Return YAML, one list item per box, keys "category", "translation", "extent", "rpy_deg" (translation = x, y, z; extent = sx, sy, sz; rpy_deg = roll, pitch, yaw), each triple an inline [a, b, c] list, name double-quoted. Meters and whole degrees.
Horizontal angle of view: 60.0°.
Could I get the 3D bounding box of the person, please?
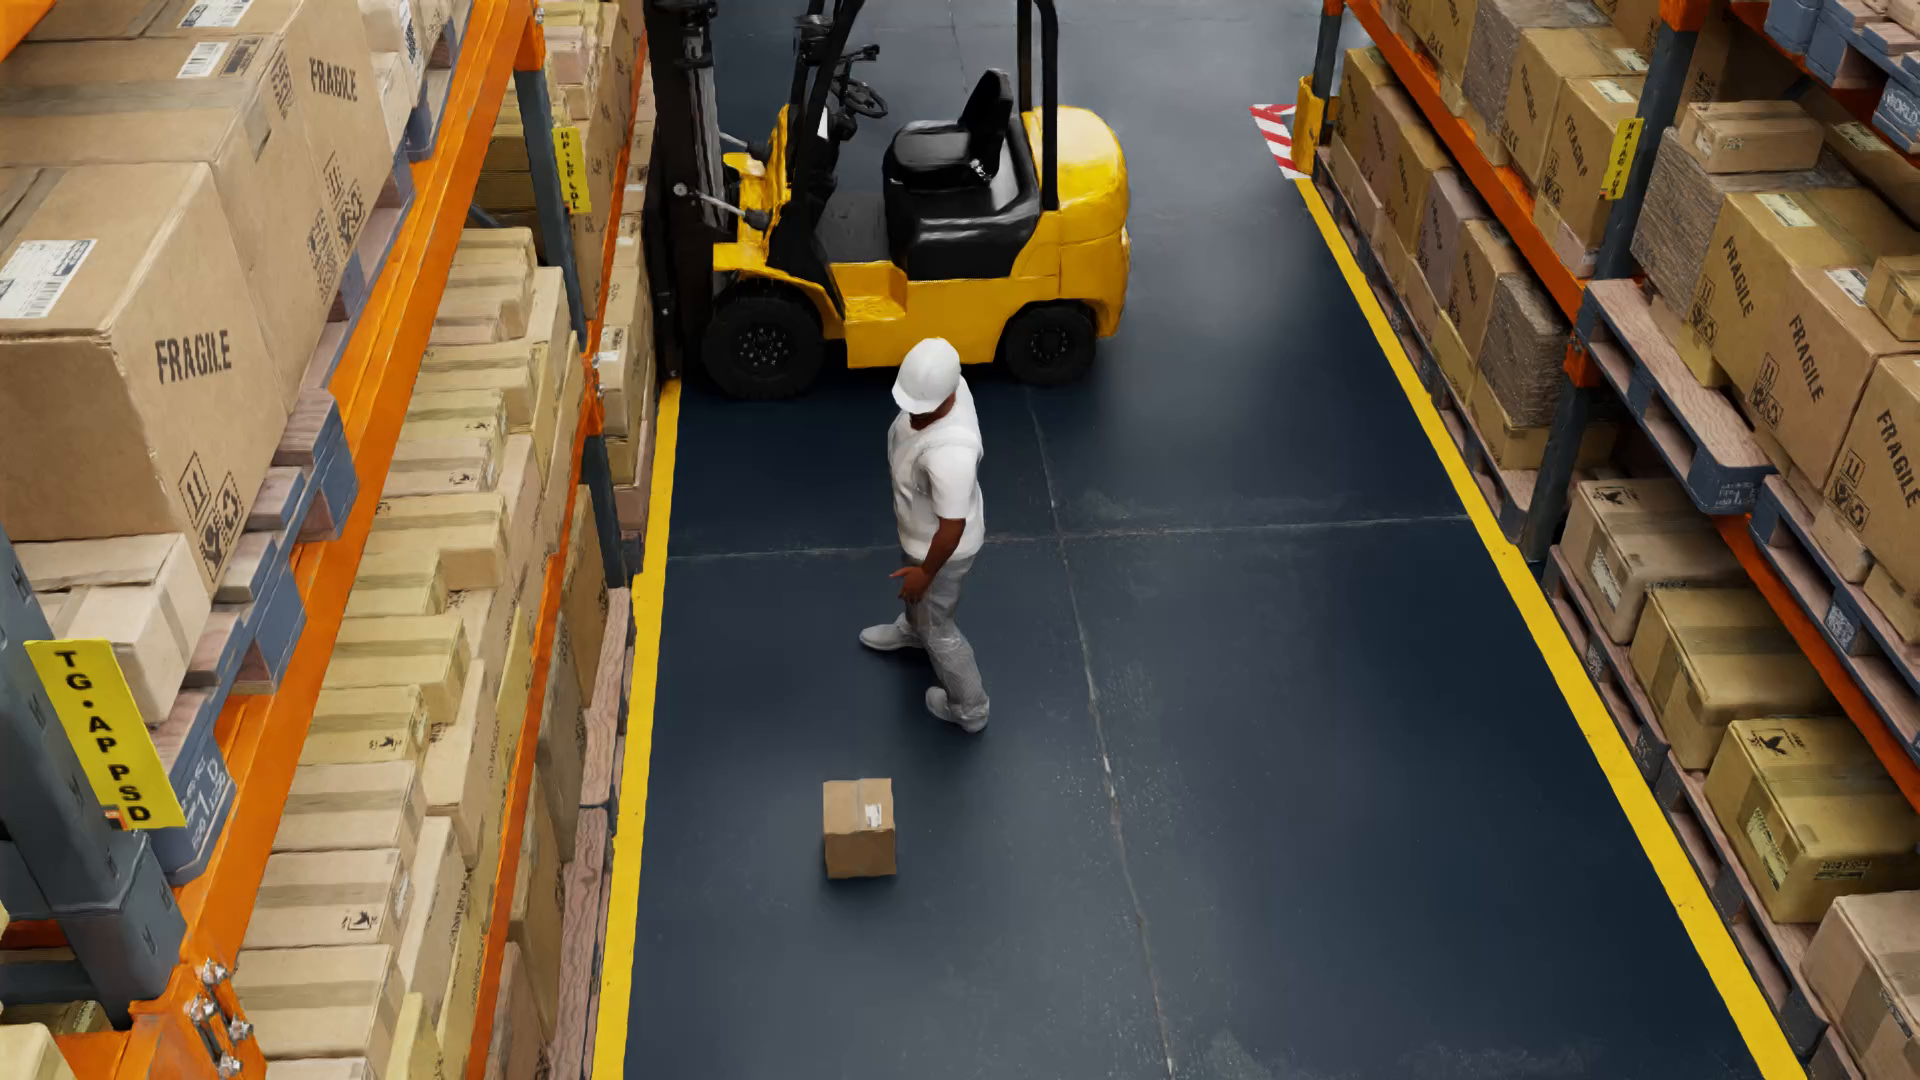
- category: "person"
  translation: [-0.154, -0.061, 6.233]
  extent: [0.563, 1.758, 0.678]
  rpy_deg: [2, 39, 2]
